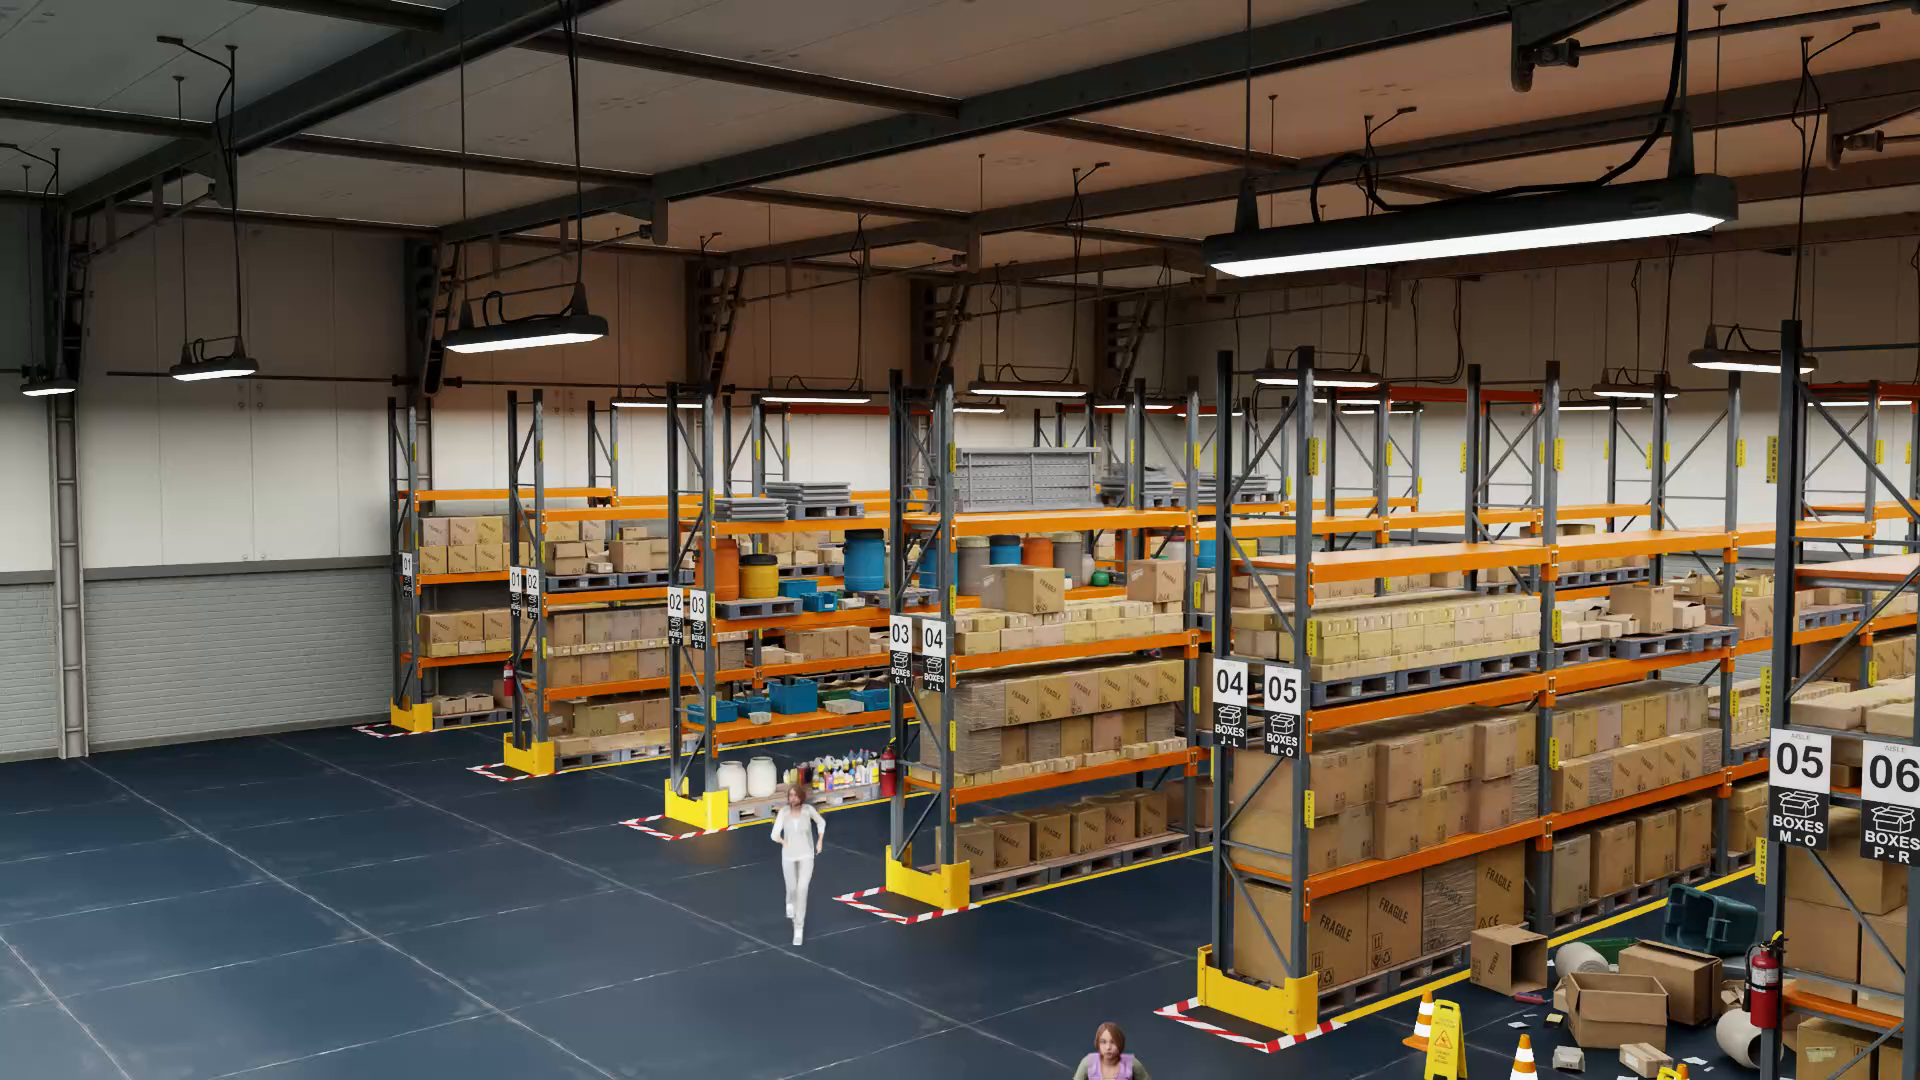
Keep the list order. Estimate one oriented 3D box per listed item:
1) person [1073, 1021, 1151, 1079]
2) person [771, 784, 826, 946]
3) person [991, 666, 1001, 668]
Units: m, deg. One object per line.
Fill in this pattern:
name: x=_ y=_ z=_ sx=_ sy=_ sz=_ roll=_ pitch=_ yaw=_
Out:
person: x=0.958 y=3.826 z=10.499 sx=0.553 sy=1.469 sz=0.534 roll=1 pitch=3 yaw=11
person: x=-1.700 y=3.346 z=17.453 sx=0.540 sy=1.607 sz=0.856 roll=0 pitch=3 yaw=2
person: x=0.599 y=2.325 z=28.311 sx=0.780 sy=1.840 sz=0.703 roll=-3 pitch=4 yaw=-41
